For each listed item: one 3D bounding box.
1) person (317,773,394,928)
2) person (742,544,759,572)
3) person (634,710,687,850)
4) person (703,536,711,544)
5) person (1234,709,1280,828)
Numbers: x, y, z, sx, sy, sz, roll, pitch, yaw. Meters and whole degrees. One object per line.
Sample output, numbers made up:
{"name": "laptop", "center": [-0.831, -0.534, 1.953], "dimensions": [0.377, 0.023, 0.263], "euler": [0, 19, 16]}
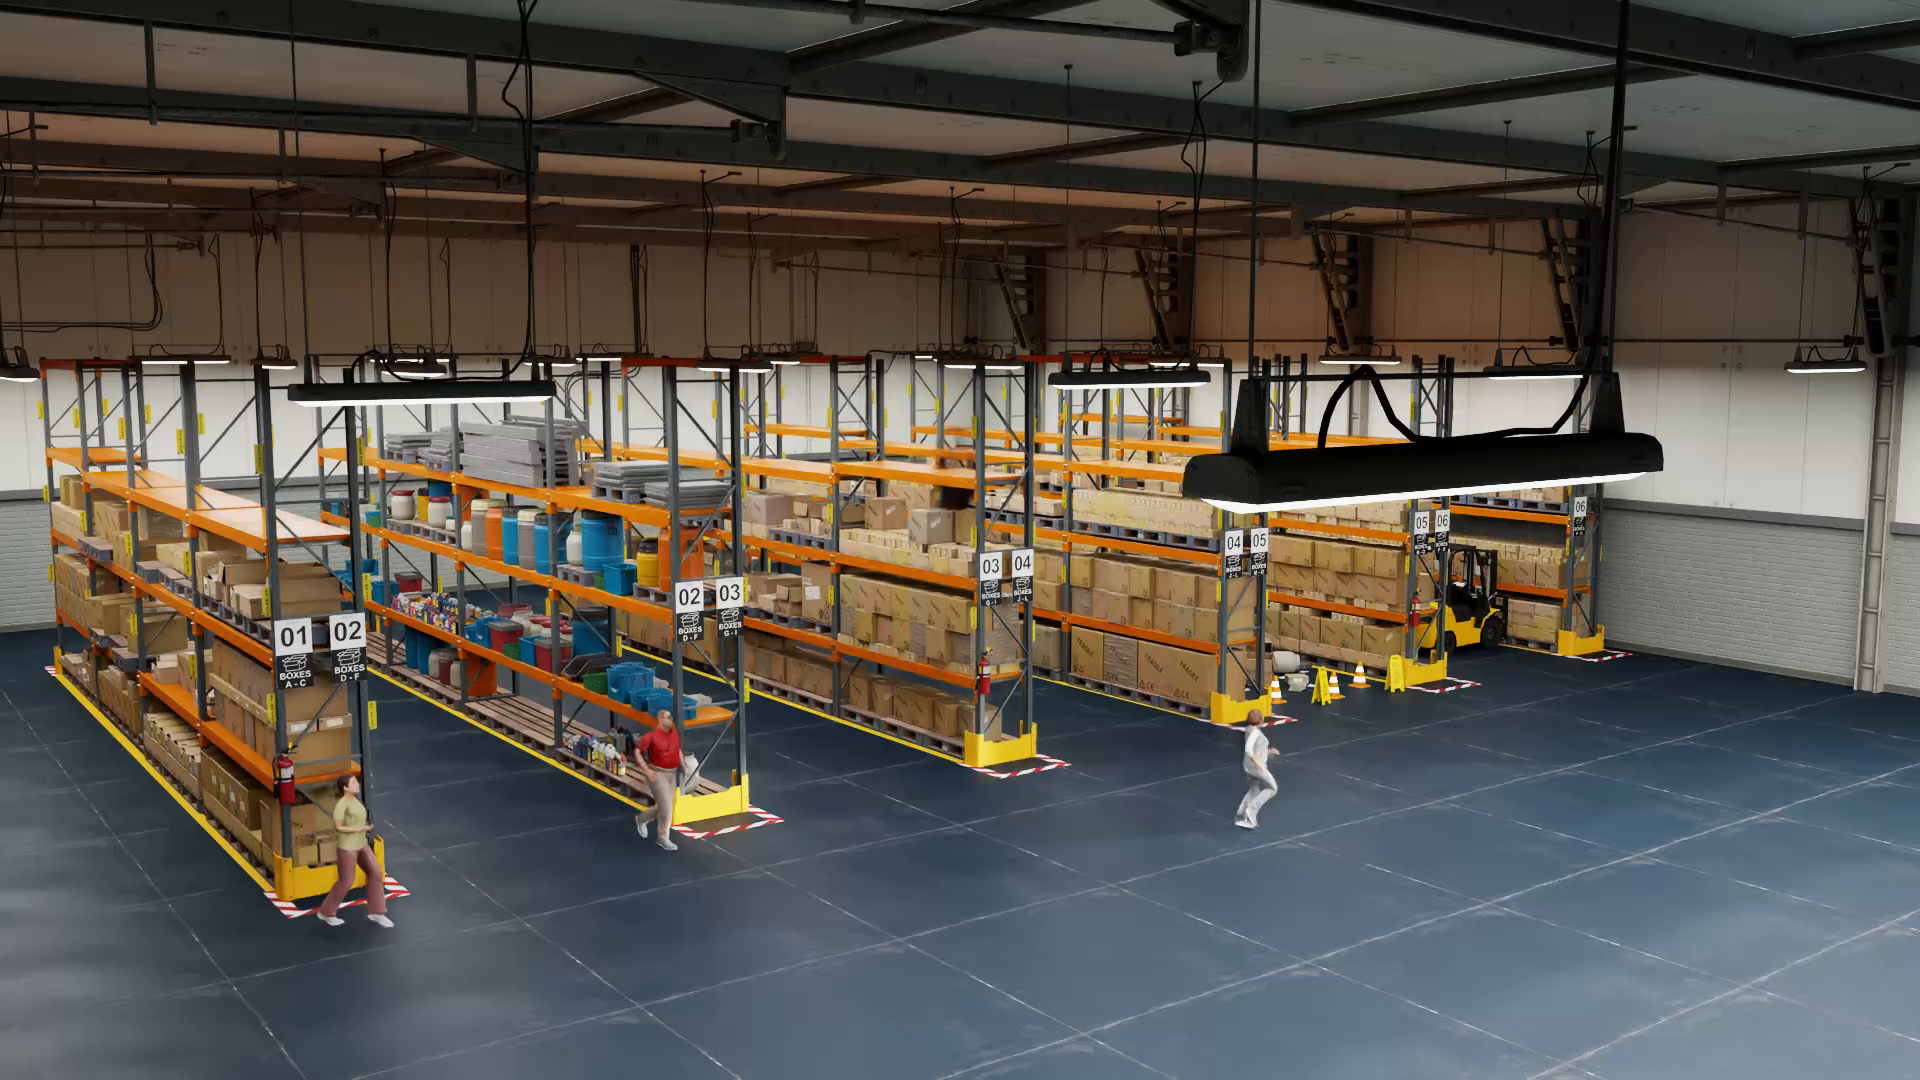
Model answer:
{"name": "person", "center": [-6.529, 3.351, 17.910], "dimensions": [0.813, 1.684, 0.586], "euler": [1, 7, 6]}
{"name": "person", "center": [-5.289, 0.449, 41.864], "dimensions": [0.637, 1.707, 0.703], "euler": [-4, 8, -32]}
{"name": "person", "center": [-3.774, 2.993, 20.988], "dimensions": [0.750, 1.708, 0.703], "euler": [4, 8, 30]}
{"name": "person", "center": [-6.087, 0.753, 39.455], "dimensions": [0.728, 1.710, 0.549], "euler": [-2, 7, -19]}
{"name": "person", "center": [3.868, 2.963, 21.566], "dimensions": [0.602, 1.566, 0.520], "euler": [-1, 7, -10]}
